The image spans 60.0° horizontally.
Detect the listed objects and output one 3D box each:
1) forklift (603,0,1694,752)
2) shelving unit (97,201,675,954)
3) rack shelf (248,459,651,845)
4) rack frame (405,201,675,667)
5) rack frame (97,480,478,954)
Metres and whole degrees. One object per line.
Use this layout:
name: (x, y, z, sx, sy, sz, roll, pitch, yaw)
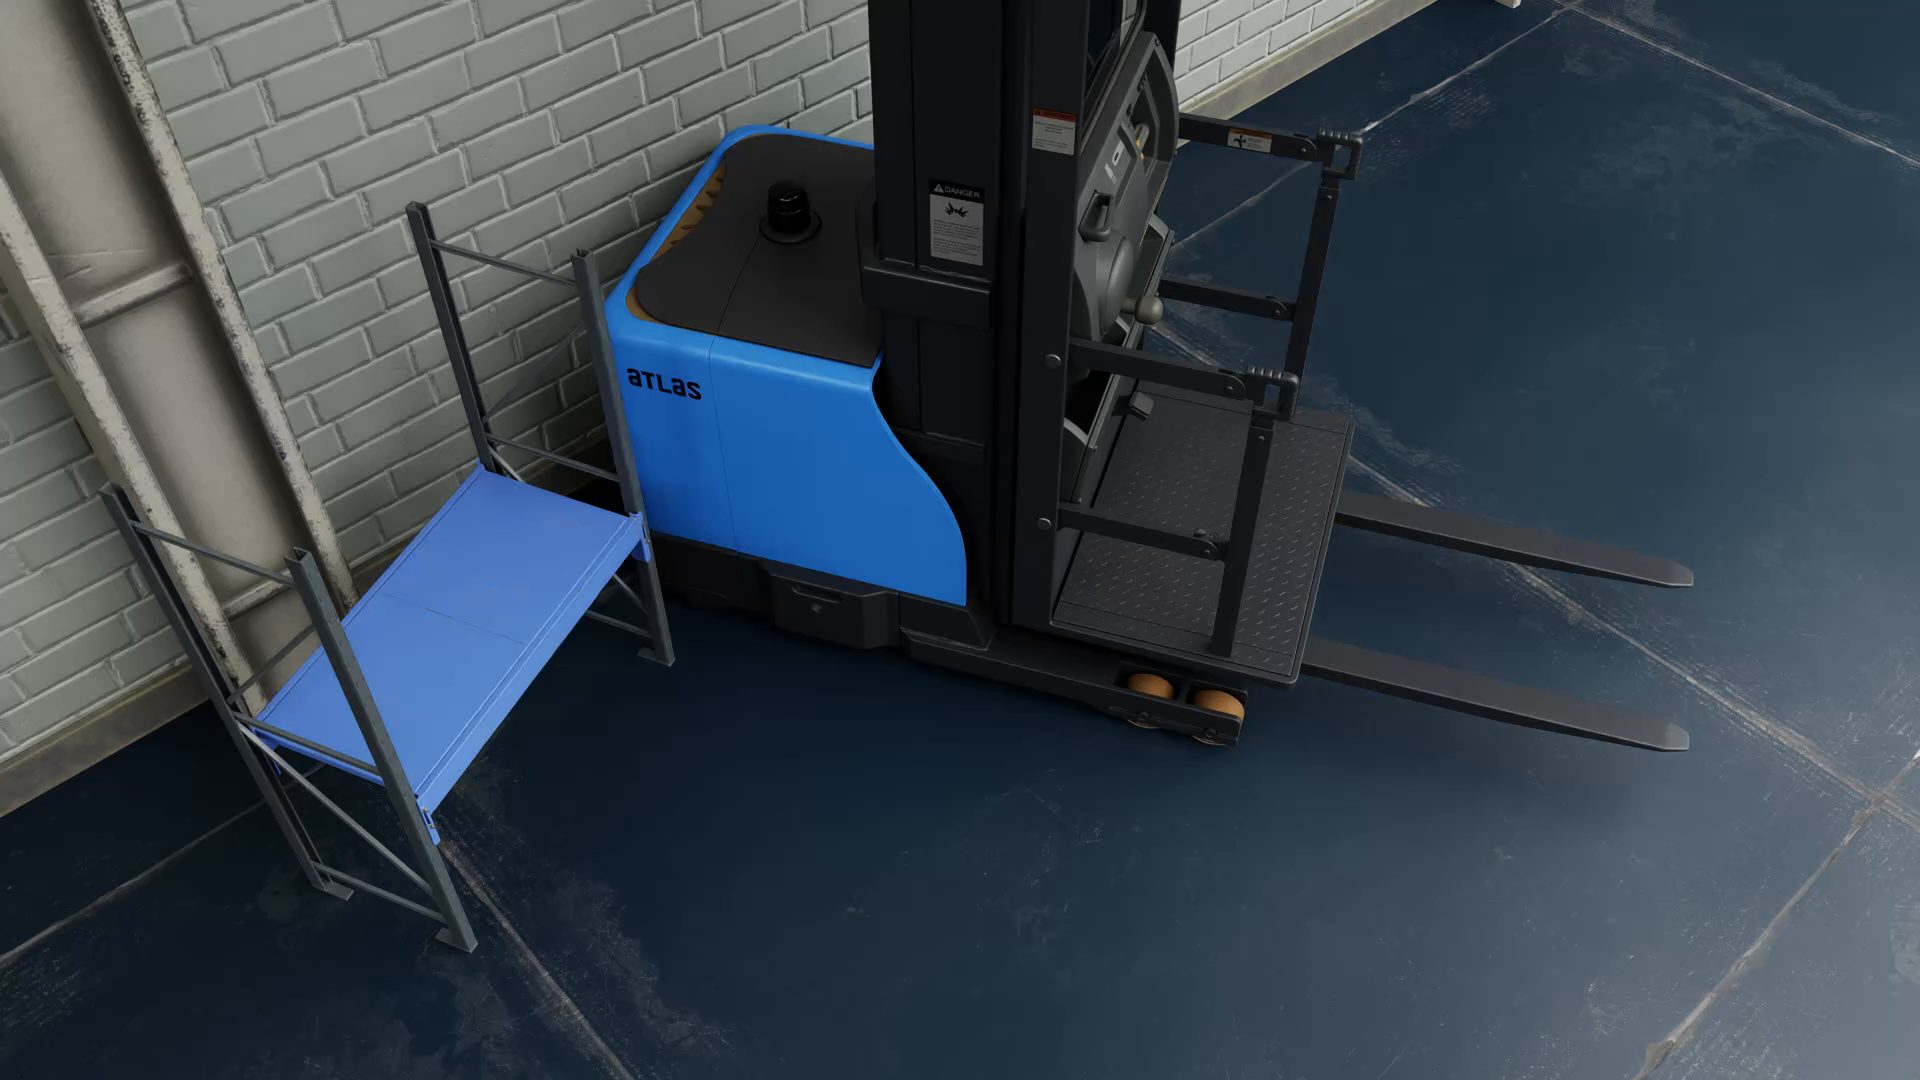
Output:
forklift: (0.601, -0.854, 4.043, 3.031, 2.935, 1.130, 13, 49, 12)
shelving unit: (-1.279, 0.128, 4.112, 0.538, 1.500, 1.048, 17, 50, 15)
rack shelf: (-1.279, 0.250, 4.244, 0.538, 0.185, 1.000, 17, 50, 15)
rack frame: (-1.079, -0.216, 4.429, 0.500, 1.500, 0.032, 17, 50, 15)
rack frame: (-1.478, 0.471, 3.795, 0.500, 1.500, 0.032, 17, 50, 15)
